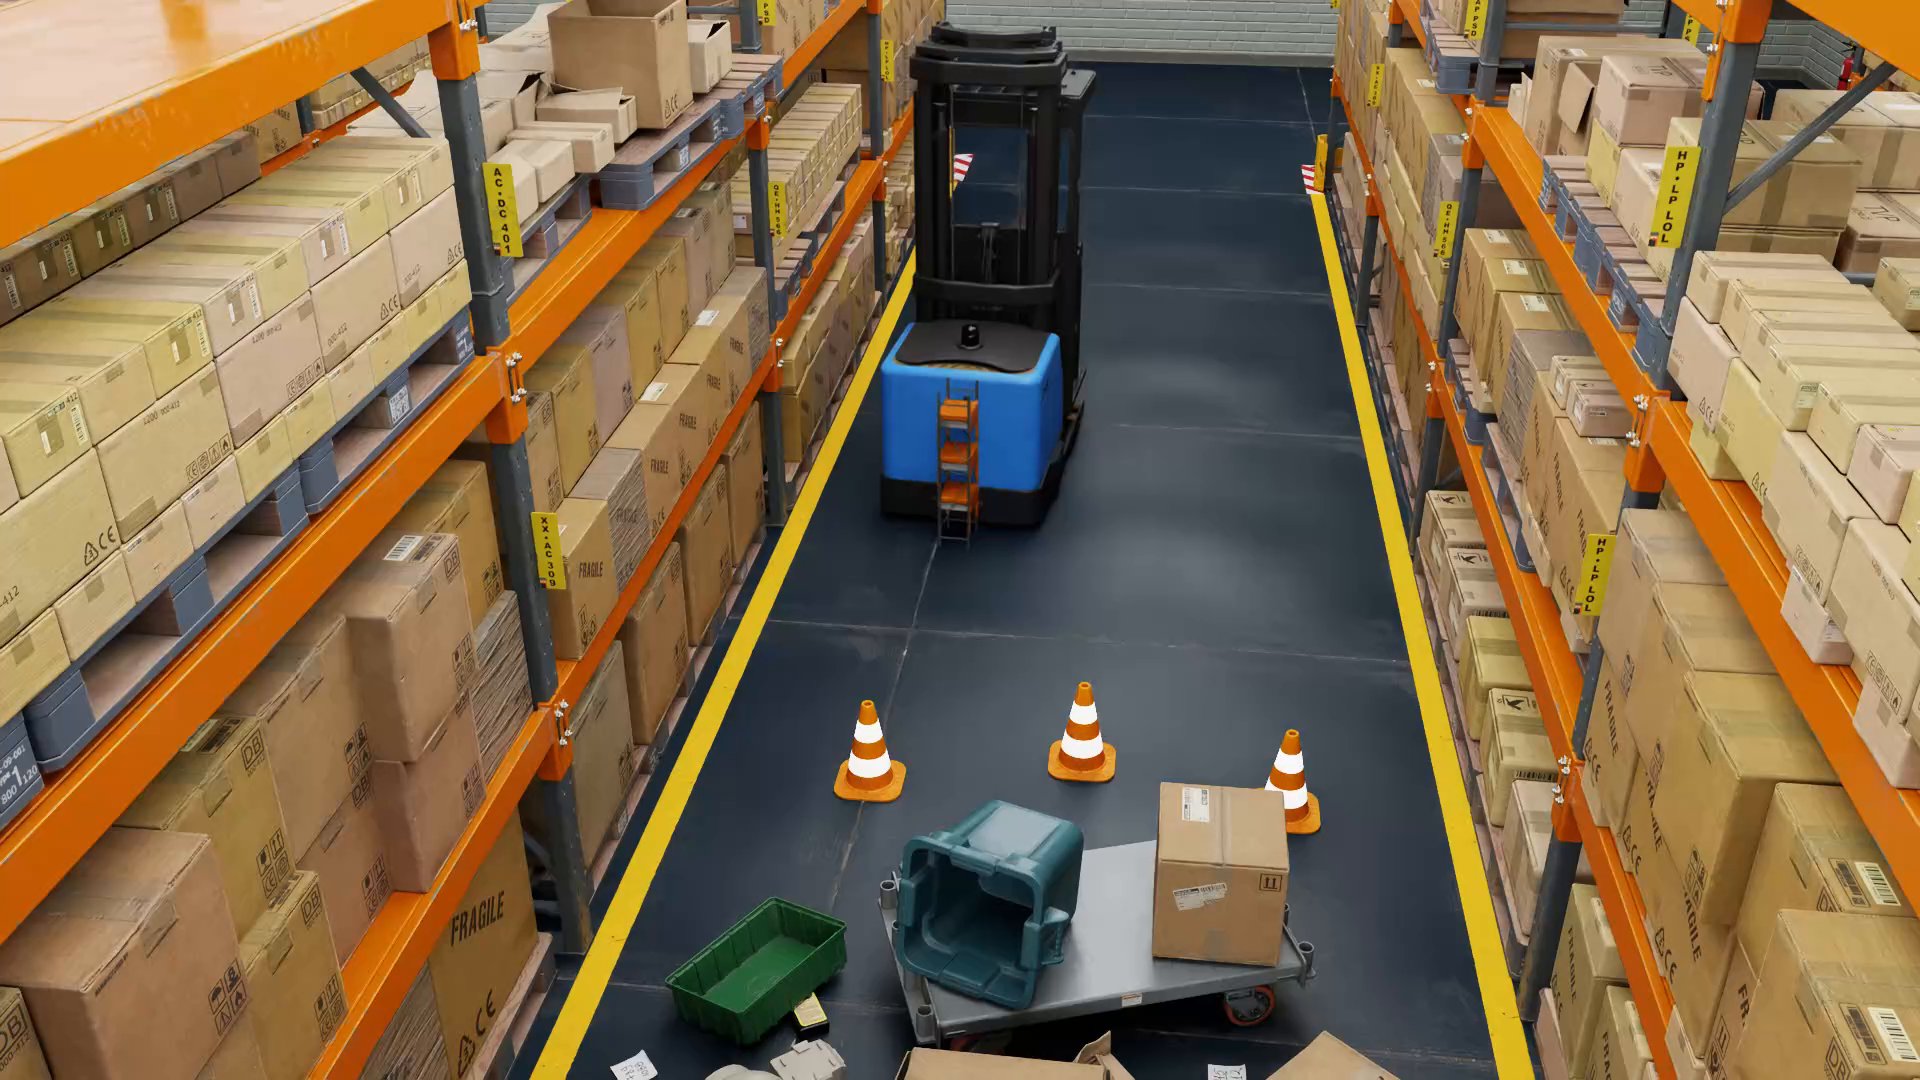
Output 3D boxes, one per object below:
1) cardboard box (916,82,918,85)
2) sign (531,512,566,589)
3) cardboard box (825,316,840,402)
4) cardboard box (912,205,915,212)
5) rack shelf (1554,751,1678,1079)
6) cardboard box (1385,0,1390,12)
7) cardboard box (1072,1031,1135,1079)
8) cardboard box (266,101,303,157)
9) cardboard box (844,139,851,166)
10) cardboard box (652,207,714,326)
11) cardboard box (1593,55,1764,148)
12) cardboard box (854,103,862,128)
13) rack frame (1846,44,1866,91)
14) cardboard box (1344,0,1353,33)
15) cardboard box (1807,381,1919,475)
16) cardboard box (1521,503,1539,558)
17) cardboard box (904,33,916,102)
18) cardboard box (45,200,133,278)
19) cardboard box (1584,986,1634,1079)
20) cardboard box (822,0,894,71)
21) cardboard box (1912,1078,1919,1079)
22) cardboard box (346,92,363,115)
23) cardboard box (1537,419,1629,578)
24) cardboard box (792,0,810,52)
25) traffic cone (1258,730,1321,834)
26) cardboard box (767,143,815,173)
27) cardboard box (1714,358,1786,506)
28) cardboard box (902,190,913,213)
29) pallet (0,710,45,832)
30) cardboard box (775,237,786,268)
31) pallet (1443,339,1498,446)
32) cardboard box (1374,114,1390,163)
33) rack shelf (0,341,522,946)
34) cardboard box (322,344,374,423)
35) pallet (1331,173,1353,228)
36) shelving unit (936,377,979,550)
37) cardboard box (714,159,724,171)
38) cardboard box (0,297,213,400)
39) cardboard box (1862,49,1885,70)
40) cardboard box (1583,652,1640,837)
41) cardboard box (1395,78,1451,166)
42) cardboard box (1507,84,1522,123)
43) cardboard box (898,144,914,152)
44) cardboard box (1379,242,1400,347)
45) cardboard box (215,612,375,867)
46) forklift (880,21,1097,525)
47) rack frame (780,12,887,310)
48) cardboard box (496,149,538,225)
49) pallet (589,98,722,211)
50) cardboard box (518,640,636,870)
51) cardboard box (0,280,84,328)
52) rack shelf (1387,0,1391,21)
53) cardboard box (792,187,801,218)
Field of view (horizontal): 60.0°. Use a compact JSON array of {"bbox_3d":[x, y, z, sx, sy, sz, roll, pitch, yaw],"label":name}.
[{"bbox_3d":[-0.553,-4.464,15.930,0.380,0.149,0.250,2,28,4],"label":"cardboard box"},{"bbox_3d":[-1.560,0.042,6.305,0.100,0.325,0.005,3,28,6],"label":"sign"},{"bbox_3d":[-1.164,-1.337,12.055,0.500,0.500,0.500,3,28,5],"label":"cardboard box"},{"bbox_3d":[-0.587,-3.277,16.026,0.380,0.149,0.250,4,29,7],"label":"cardboard box"},{"bbox_3d":[2.569,1.925,4.565,1.077,0.370,4.000,3,28,6],"label":"rack shelf"},{"bbox_3d":[3.710,-4.387,13.679,0.380,0.149,0.250,3,28,6],"label":"cardboard box"},{"bbox_3d":[0.584,2.129,6.310,0.258,0.266,0.396,-17,33,-29],"label":"cardboard box"},{"bbox_3d":[-5.827,-3.483,13.739,0.500,0.500,0.500,3,29,6],"label":"cardboard box"},{"bbox_3d":[-1.046,-2.975,12.724,0.380,0.149,0.250,3,28,6],"label":"cardboard box"},{"bbox_3d":[-1.746,-1.491,8.988,0.700,0.500,0.500,3,28,5],"label":"cardboard box"},{"bbox_3d":[2.862,-1.755,6.662,0.500,0.250,0.500,4,29,7],"label":"cardboard box"},{"bbox_3d":[-0.983,-3.345,13.098,0.380,0.149,0.250,4,29,8],"label":"cardboard box"},{"bbox_3d":[9.211,-4.695,16.094,1.000,3.000,0.127,3,28,6],"label":"rack frame"},{"bbox_3d":[3.887,-5.013,15.525,0.500,0.500,0.500,3,28,5],"label":"cardboard box"},{"bbox_3d":[2.369,-0.275,4.152,0.380,0.149,0.250,2,28,5],"label":"cardboard box"},{"bbox_3d":[2.677,-0.032,7.262,0.380,0.149,0.250,4,29,7],"label":"cardboard box"},{"bbox_3d":[-0.669,-4.201,14.758,0.500,0.500,0.500,3,28,5],"label":"cardboard box"},{"bbox_3d":[-2.585,-0.853,4.676,0.380,0.149,0.250,3,28,5],"label":"cardboard box"},{"bbox_3d":[2.420,1.877,5.561,0.500,0.500,0.500,4,29,8],"label":"cardboard box"},{"bbox_3d":[-0.833,-4.152,13.614,0.500,0.500,0.500,4,29,7],"label":"cardboard box"},{"bbox_3d":[2.240,1.444,3.227,0.700,0.500,0.500,4,29,7],"label":"cardboard box"},{"bbox_3d":[-5.611,-3.932,14.943,0.380,0.149,0.250,4,29,8],"label":"cardboard box"},{"bbox_3d":[2.703,-0.157,6.810,0.500,0.500,0.500,4,29,6],"label":"cardboard box"},{"bbox_3d":[-1.232,-3.310,10.255,0.500,0.500,0.500,3,28,6],"label":"cardboard box"},{"bbox_3d":[1.577,1.119,7.978,0.336,0.463,0.334,3,28,6],"label":"traffic cone"},{"bbox_3d":[-1.212,-2.617,11.433,0.380,0.149,0.250,4,29,8],"label":"cardboard box"},{"bbox_3d":[2.435,-0.284,4.589,0.500,0.250,0.500,3,28,6],"label":"cardboard box"},{"bbox_3d":[-0.646,-3.163,15.500,0.380,0.149,0.250,3,28,6],"label":"cardboard box"},{"bbox_3d":[-2.520,0.678,3.051,1.003,0.211,1.213,3,28,6],"label":"pallet"},{"bbox_3d":[-1.332,-1.856,10.646,0.380,0.149,0.250,5,29,9],"label":"cardboard box"},{"bbox_3d":[3.323,-0.790,9.048,1.213,0.211,1.003,3,28,6],"label":"pallet"},{"bbox_3d":[3.461,-3.062,12.695,0.500,0.250,0.500,3,28,5],"label":"cardboard box"},{"bbox_3d":[-2.356,0.364,4.299,1.077,0.370,4.000,3,28,6],"label":"rack shelf"},{"bbox_3d":[-1.930,-0.461,4.790,0.380,0.149,0.250,3,29,6],"label":"cardboard box"},{"bbox_3d":[4.264,-3.373,16.581,1.003,0.211,1.213,3,28,6],"label":"pallet"},{"bbox_3d":[-0.012,-0.466,10.301,0.215,1.050,0.252,6,29,11],"label":"shelving unit"},{"bbox_3d":[-1.855,-2.658,11.508,0.380,0.149,0.250,5,29,9],"label":"cardboard box"},{"bbox_3d":[-2.025,-0.458,3.942,0.380,0.149,0.250,4,29,7],"label":"cardboard box"},{"bbox_3d":[8.888,-4.562,15.692,0.500,0.250,0.500,4,29,6],"label":"cardboard box"},{"bbox_3d":[2.484,0.683,5.693,0.500,0.500,0.500,3,28,6],"label":"cardboard box"},{"bbox_3d":[3.357,-2.916,11.632,0.500,0.500,0.500,3,28,5],"label":"cardboard box"},{"bbox_3d":[3.097,-2.288,8.728,0.380,0.149,0.250,3,28,6],"label":"cardboard box"},{"bbox_3d":[-0.542,-3.787,16.345,0.380,0.149,0.250,2,28,4],"label":"cardboard box"},{"bbox_3d":[3.798,-2.052,12.986,0.875,0.875,0.875,4,29,8],"label":"cardboard box"},{"bbox_3d":[-2.345,0.569,5.027,0.875,0.550,0.550,3,28,6],"label":"cardboard box"},{"bbox_3d":[0.291,-2.063,11.282,1.130,2.935,3.031,6,29,10],"label":"forklift"},{"bbox_3d":[-1.131,-3.339,13.577,1.000,3.000,0.127,3,28,6],"label":"rack frame"},{"bbox_3d":[-1.789,-1.333,6.285,0.258,0.266,0.396,3,28,5],"label":"cardboard box"},{"bbox_3d":[-1.781,-1.861,7.870,1.003,0.211,1.213,5,29,9],"label":"pallet"},{"bbox_3d":[-2.124,0.935,7.573,1.050,0.750,0.750,3,28,6],"label":"cardboard box"},{"bbox_3d":[-2.570,-0.499,4.439,0.500,0.250,0.500,3,28,6],"label":"cardboard box"},{"bbox_3d":[4.040,-5.044,14.338,1.077,0.370,4.000,3,28,6],"label":"rack shelf"},{"bbox_3d":[-1.271,-2.250,11.064,0.380,0.149,0.250,3,29,6],"label":"cardboard box"}]
